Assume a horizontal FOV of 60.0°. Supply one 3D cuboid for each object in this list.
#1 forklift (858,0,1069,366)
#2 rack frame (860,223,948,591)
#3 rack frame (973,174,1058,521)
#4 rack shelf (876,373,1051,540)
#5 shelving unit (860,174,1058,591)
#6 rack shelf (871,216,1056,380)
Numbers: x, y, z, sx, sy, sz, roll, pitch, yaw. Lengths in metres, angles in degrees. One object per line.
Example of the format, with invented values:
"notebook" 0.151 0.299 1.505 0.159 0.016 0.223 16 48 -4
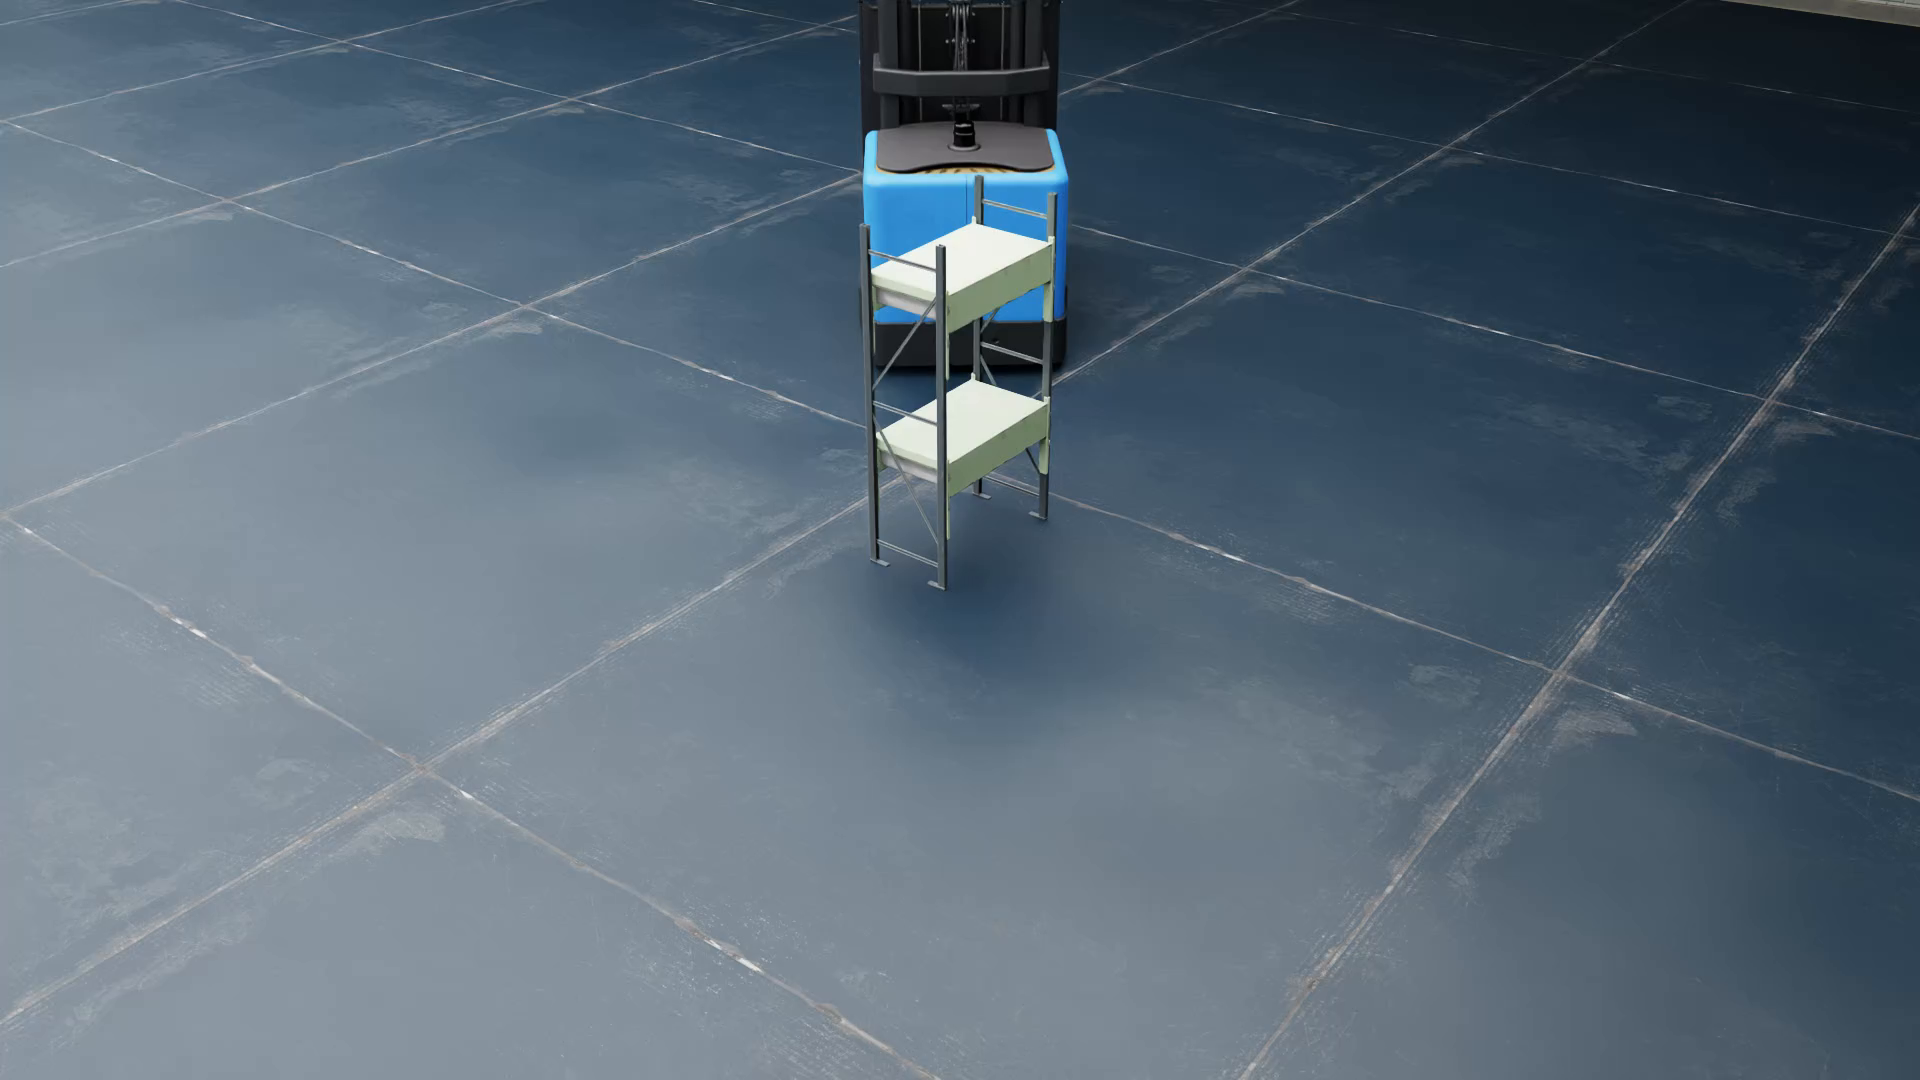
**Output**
"forklift" -0.014 -2.878 9.232 1.130 2.935 3.031 -1 31 -2
"rack frame" -0.217 -0.499 6.621 0.400 1.500 0.023 21 37 31
"rack frame" 0.225 -0.797 7.123 0.400 1.500 0.023 21 37 31
"rack shelf" 0.004 -0.367 7.038 0.431 0.370 0.720 21 37 31
"shelving unit" 0.004 -0.648 6.872 0.431 1.500 0.755 21 37 31
"rack shelf" 0.004 -0.984 6.673 0.431 0.370 0.720 21 37 31
